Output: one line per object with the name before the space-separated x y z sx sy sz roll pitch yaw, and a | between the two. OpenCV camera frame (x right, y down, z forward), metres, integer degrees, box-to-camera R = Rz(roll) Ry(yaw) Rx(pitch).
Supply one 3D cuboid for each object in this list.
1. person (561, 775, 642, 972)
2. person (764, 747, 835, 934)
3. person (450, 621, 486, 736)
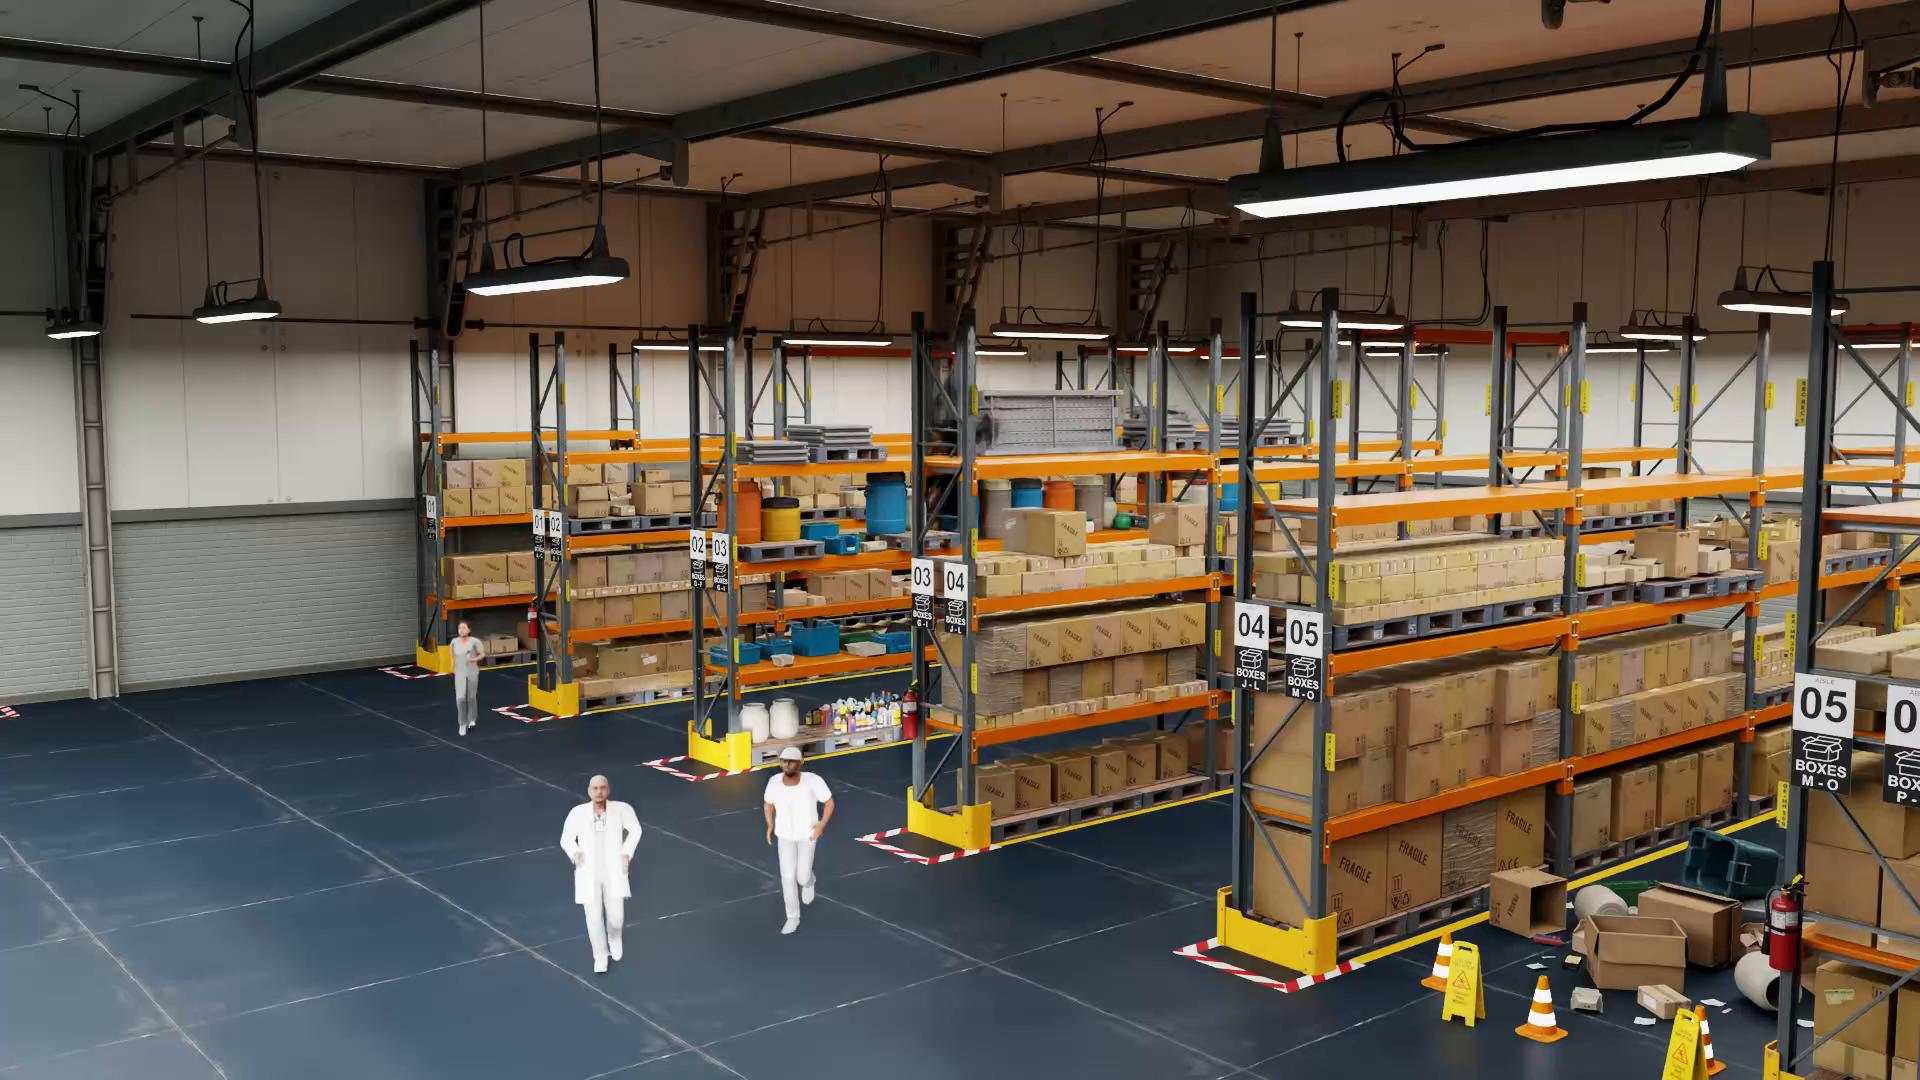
person | -3.160 2.941 14.660 0.703 1.729 0.653 -1 5 -11
person | -1.545 2.827 15.985 0.698 1.758 0.729 1 5 9
person | -7.354 2.047 24.835 0.557 1.714 0.710 -1 5 -7
